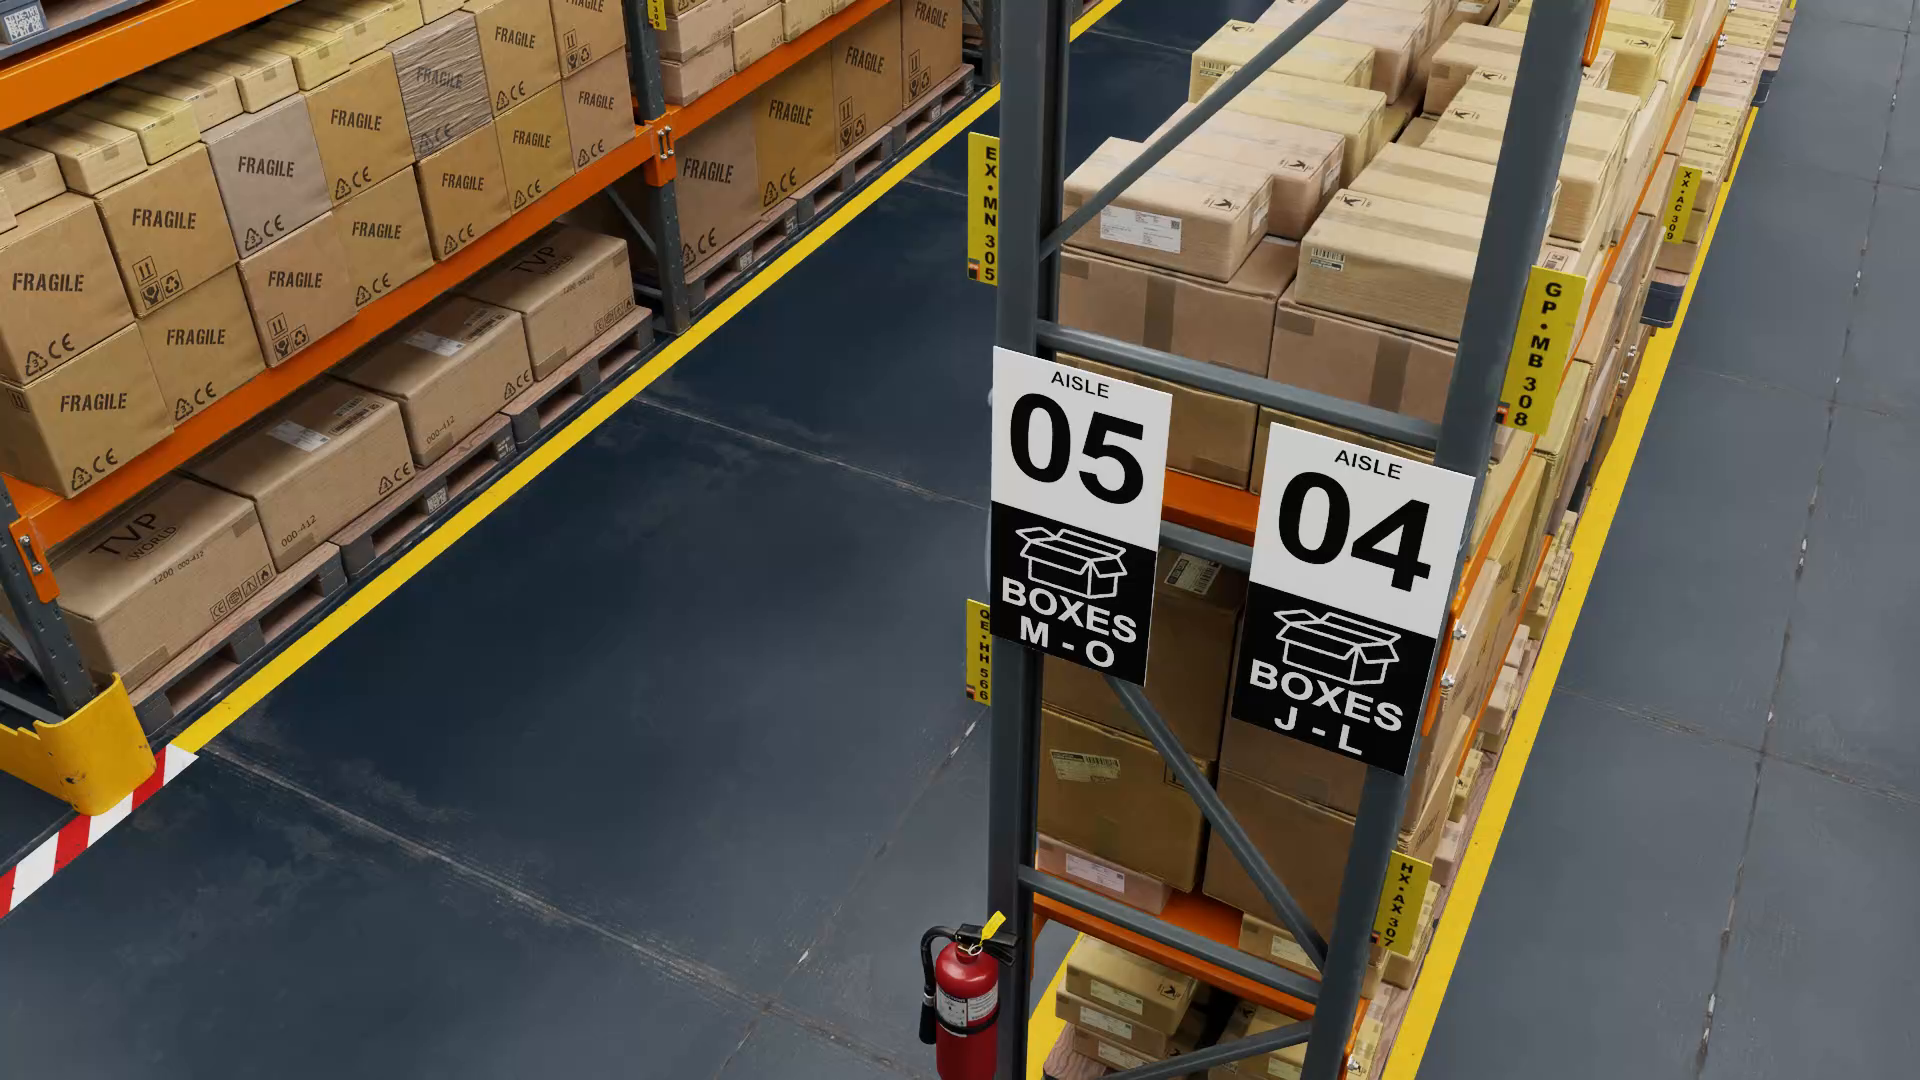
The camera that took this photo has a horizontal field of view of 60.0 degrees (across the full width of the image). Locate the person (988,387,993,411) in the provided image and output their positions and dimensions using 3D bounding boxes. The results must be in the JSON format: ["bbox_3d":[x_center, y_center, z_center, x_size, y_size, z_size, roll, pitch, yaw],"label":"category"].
[{"bbox_3d":[0.385,-0.209,6.997,0.459,1.688,0.543,26,45,29],"label":"person"}]
